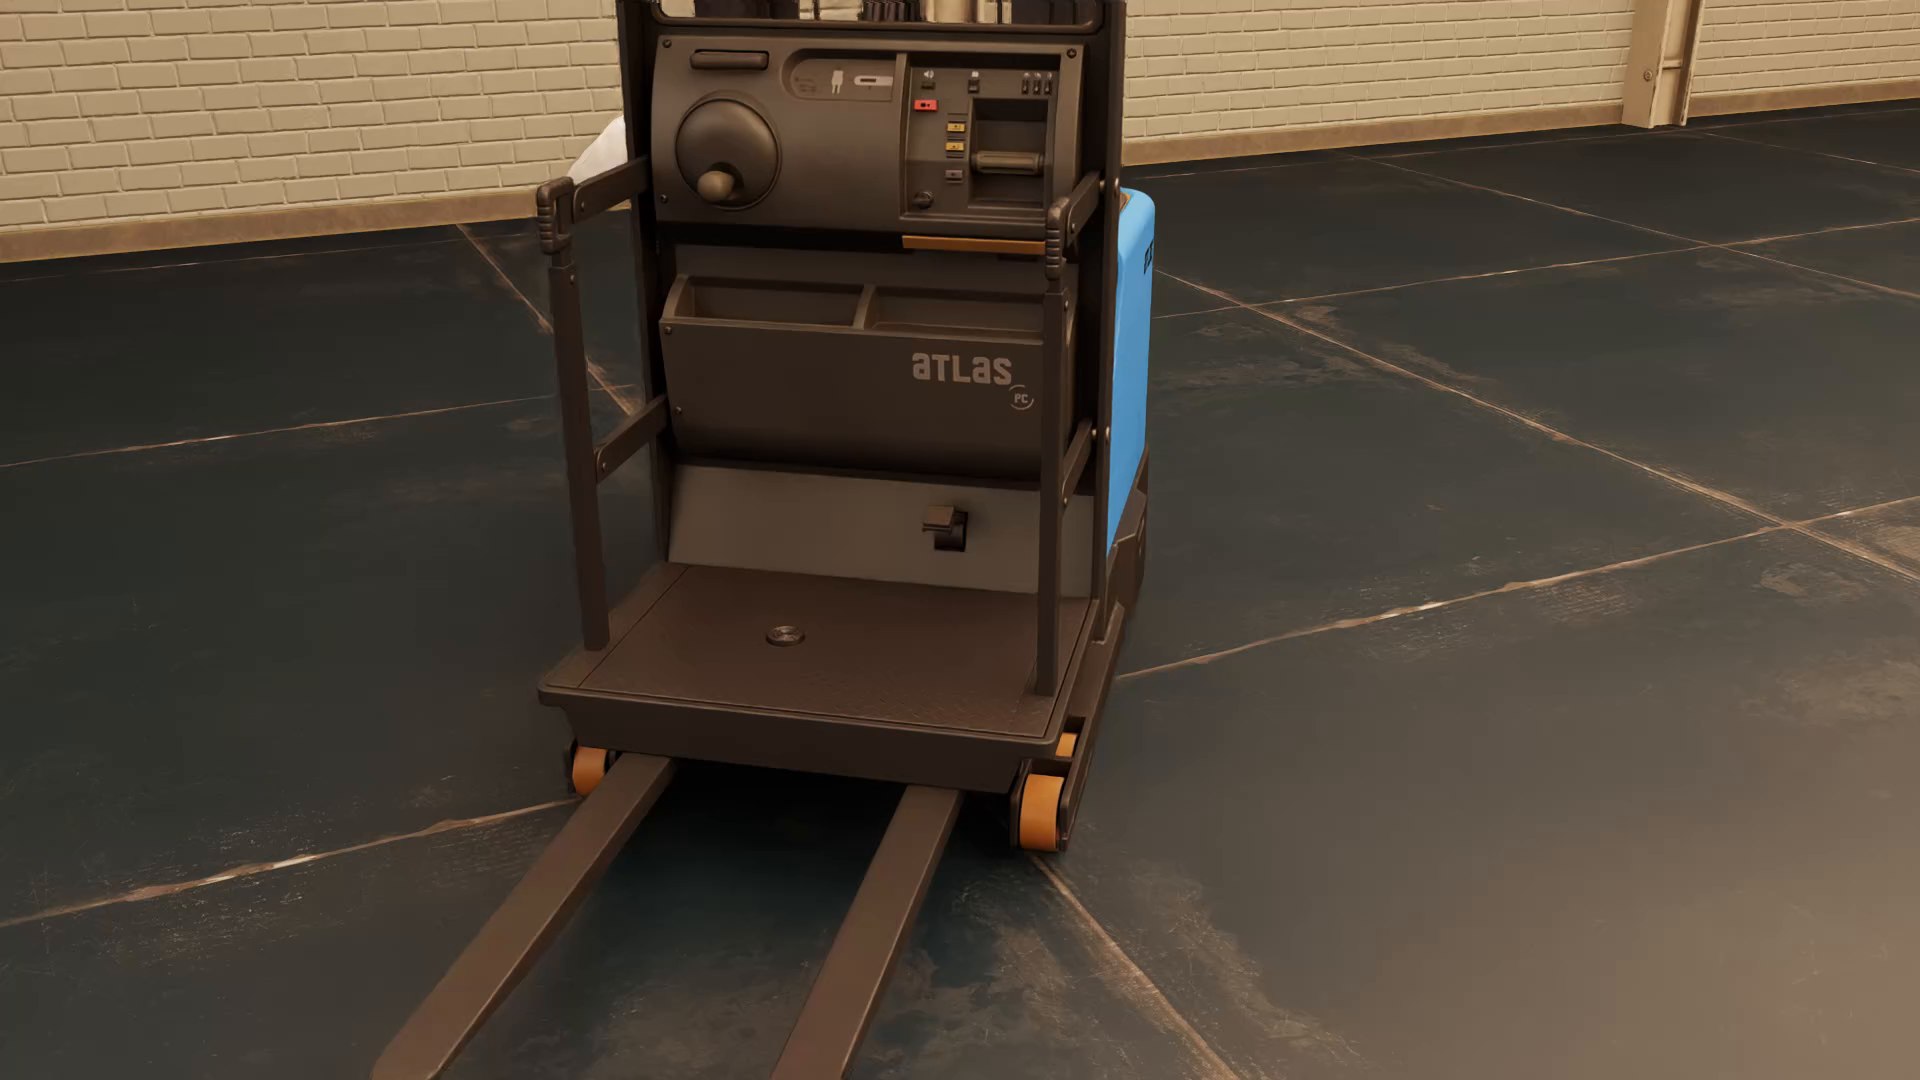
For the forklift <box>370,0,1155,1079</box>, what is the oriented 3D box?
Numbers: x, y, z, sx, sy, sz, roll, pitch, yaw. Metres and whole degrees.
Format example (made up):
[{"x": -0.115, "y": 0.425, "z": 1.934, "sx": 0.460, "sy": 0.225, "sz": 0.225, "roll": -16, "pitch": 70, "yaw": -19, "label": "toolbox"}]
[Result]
[{"x": -0.249, "y": -0.850, "z": 3.332, "sx": 1.130, "sy": 2.935, "sz": 3.031, "roll": 5, "pitch": 23, "yaw": 11, "label": "forklift"}]

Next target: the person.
[{"x": -0.570, "y": -0.730, "z": 4.856, "sx": 1.043, "sy": 1.534, "sz": 0.928, "roll": -7, "pitch": 24, "yaw": -17, "label": "person"}]
